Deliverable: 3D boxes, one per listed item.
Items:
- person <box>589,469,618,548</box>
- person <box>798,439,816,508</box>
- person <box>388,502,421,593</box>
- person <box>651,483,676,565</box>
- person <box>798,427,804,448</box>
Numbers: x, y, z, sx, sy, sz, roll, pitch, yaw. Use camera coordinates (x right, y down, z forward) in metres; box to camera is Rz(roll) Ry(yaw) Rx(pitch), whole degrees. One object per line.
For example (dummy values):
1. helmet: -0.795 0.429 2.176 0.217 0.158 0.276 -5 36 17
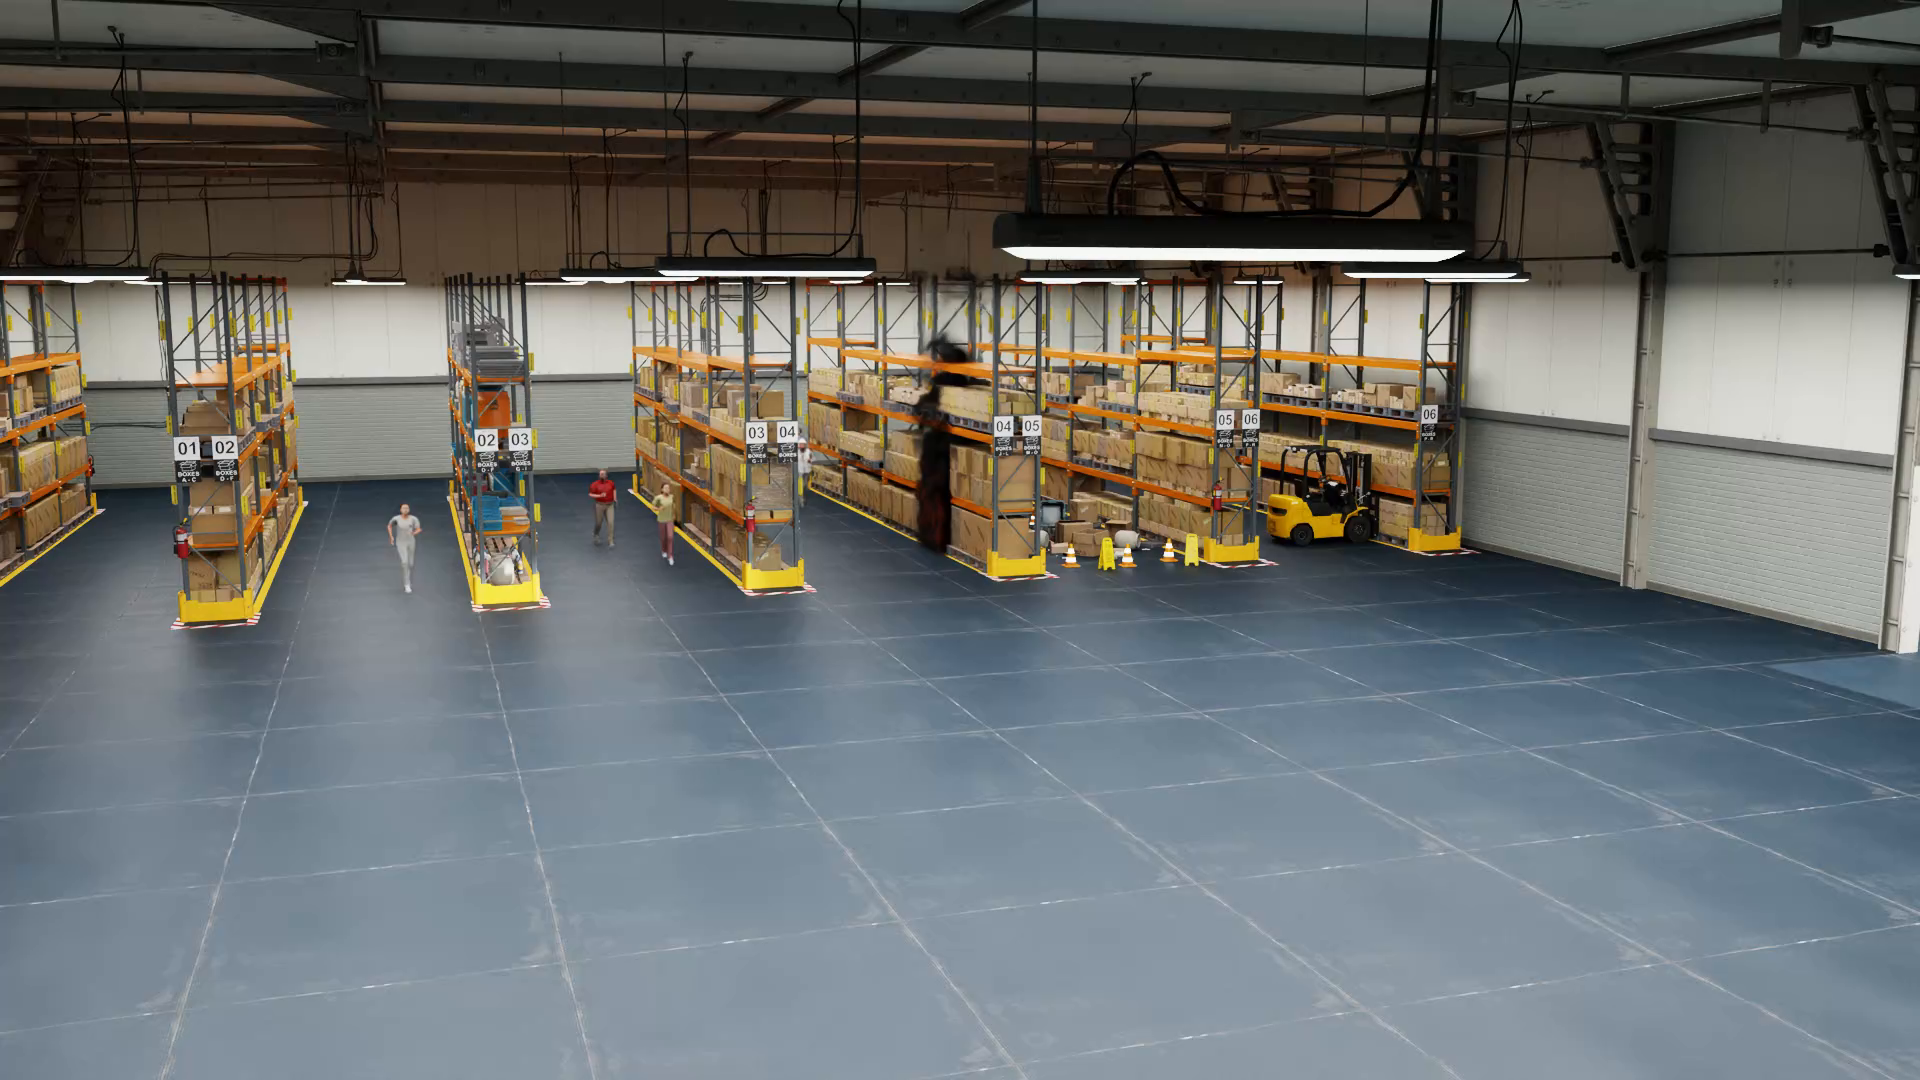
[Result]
1. person: -7.924 -0.720 37.019 0.667 1.706 0.983 -4 10 -26
2. person: -4.128 -1.846 43.986 0.633 1.691 0.820 -2 9 -16
3. person: -10.558 0.106 31.694 0.568 1.680 0.882 -5 10 -31
4. person: -6.213 -0.367 34.956 0.555 1.702 0.880 -3 9 -19
5. person: -4.766 -2.546 49.647 0.828 1.638 0.718 -3 9 -21
